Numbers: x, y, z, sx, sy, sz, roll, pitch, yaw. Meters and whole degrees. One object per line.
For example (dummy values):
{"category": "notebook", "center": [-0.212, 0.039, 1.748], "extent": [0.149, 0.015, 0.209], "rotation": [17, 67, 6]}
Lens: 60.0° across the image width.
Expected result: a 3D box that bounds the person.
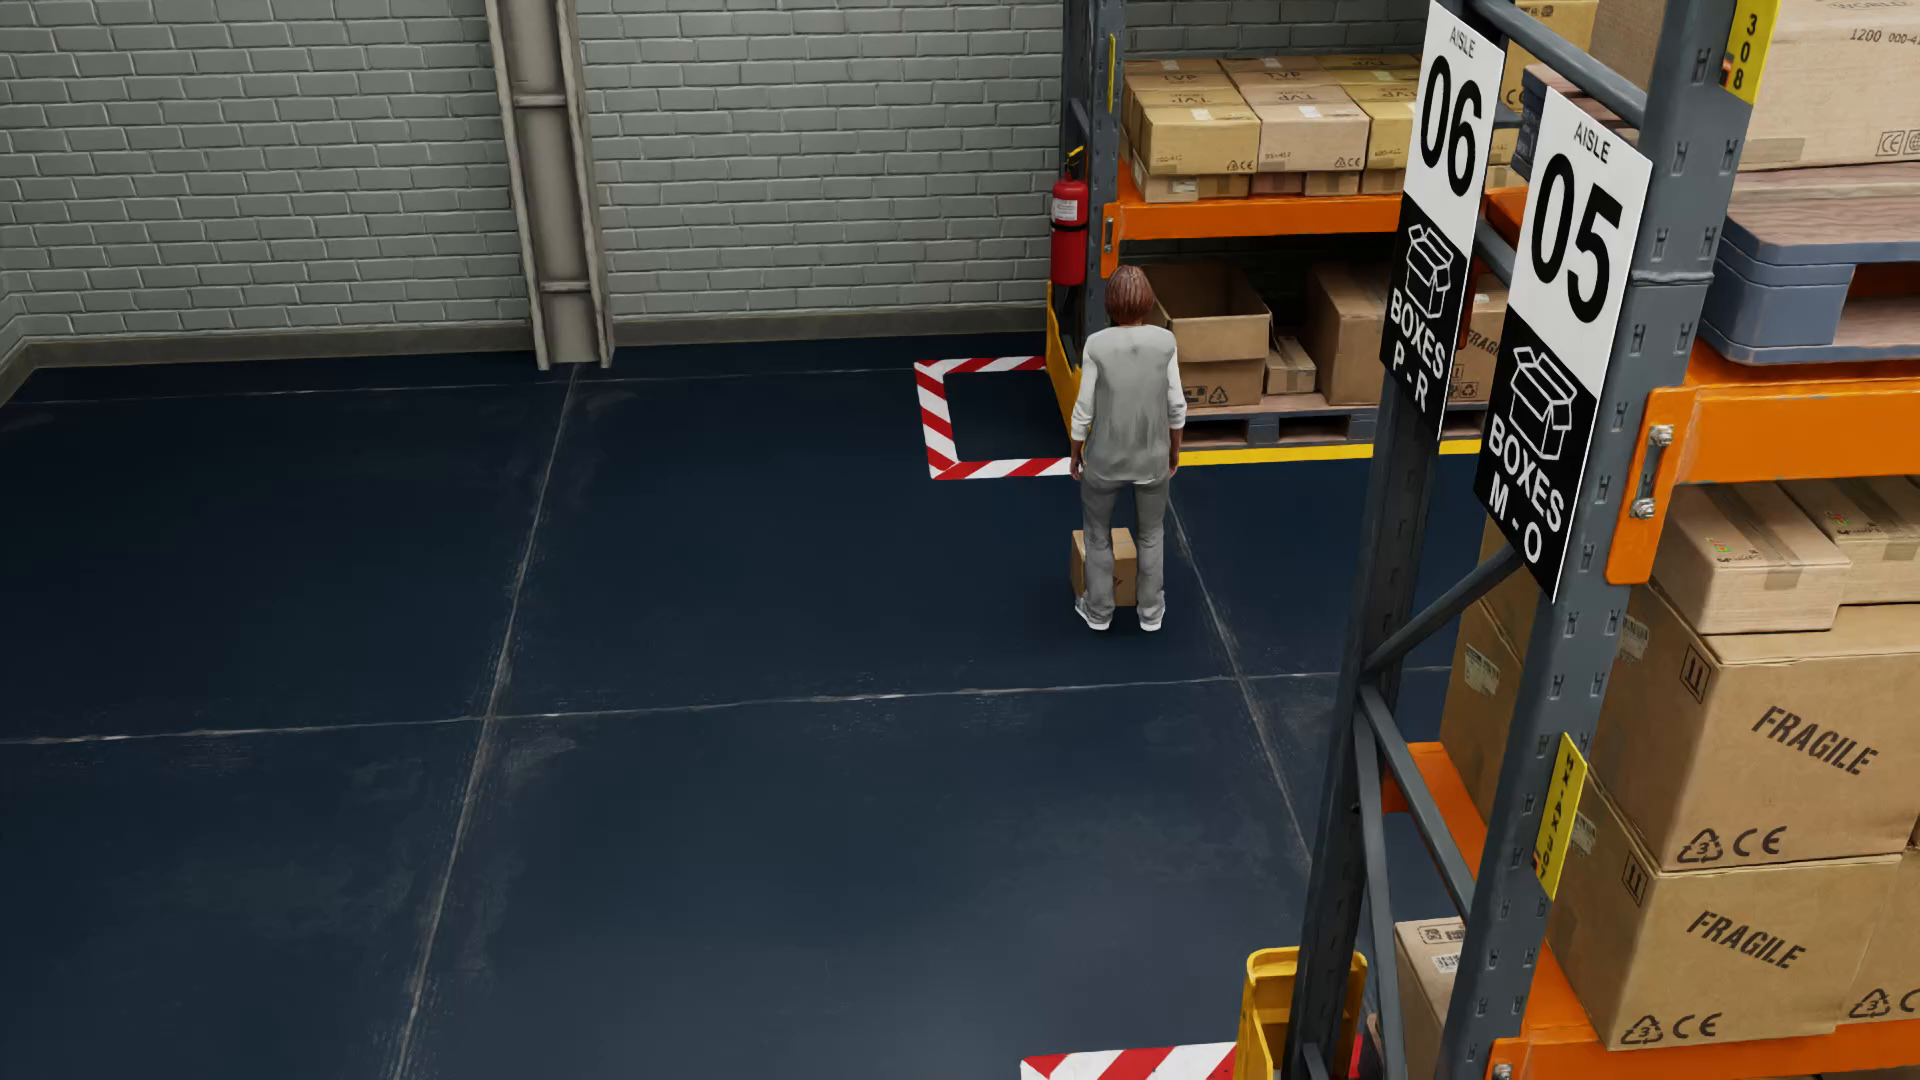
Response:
{"category": "person", "center": [0.661, -0.329, 6.680], "extent": [0.459, 1.593, 0.369], "rotation": [-3, 32, -4]}
